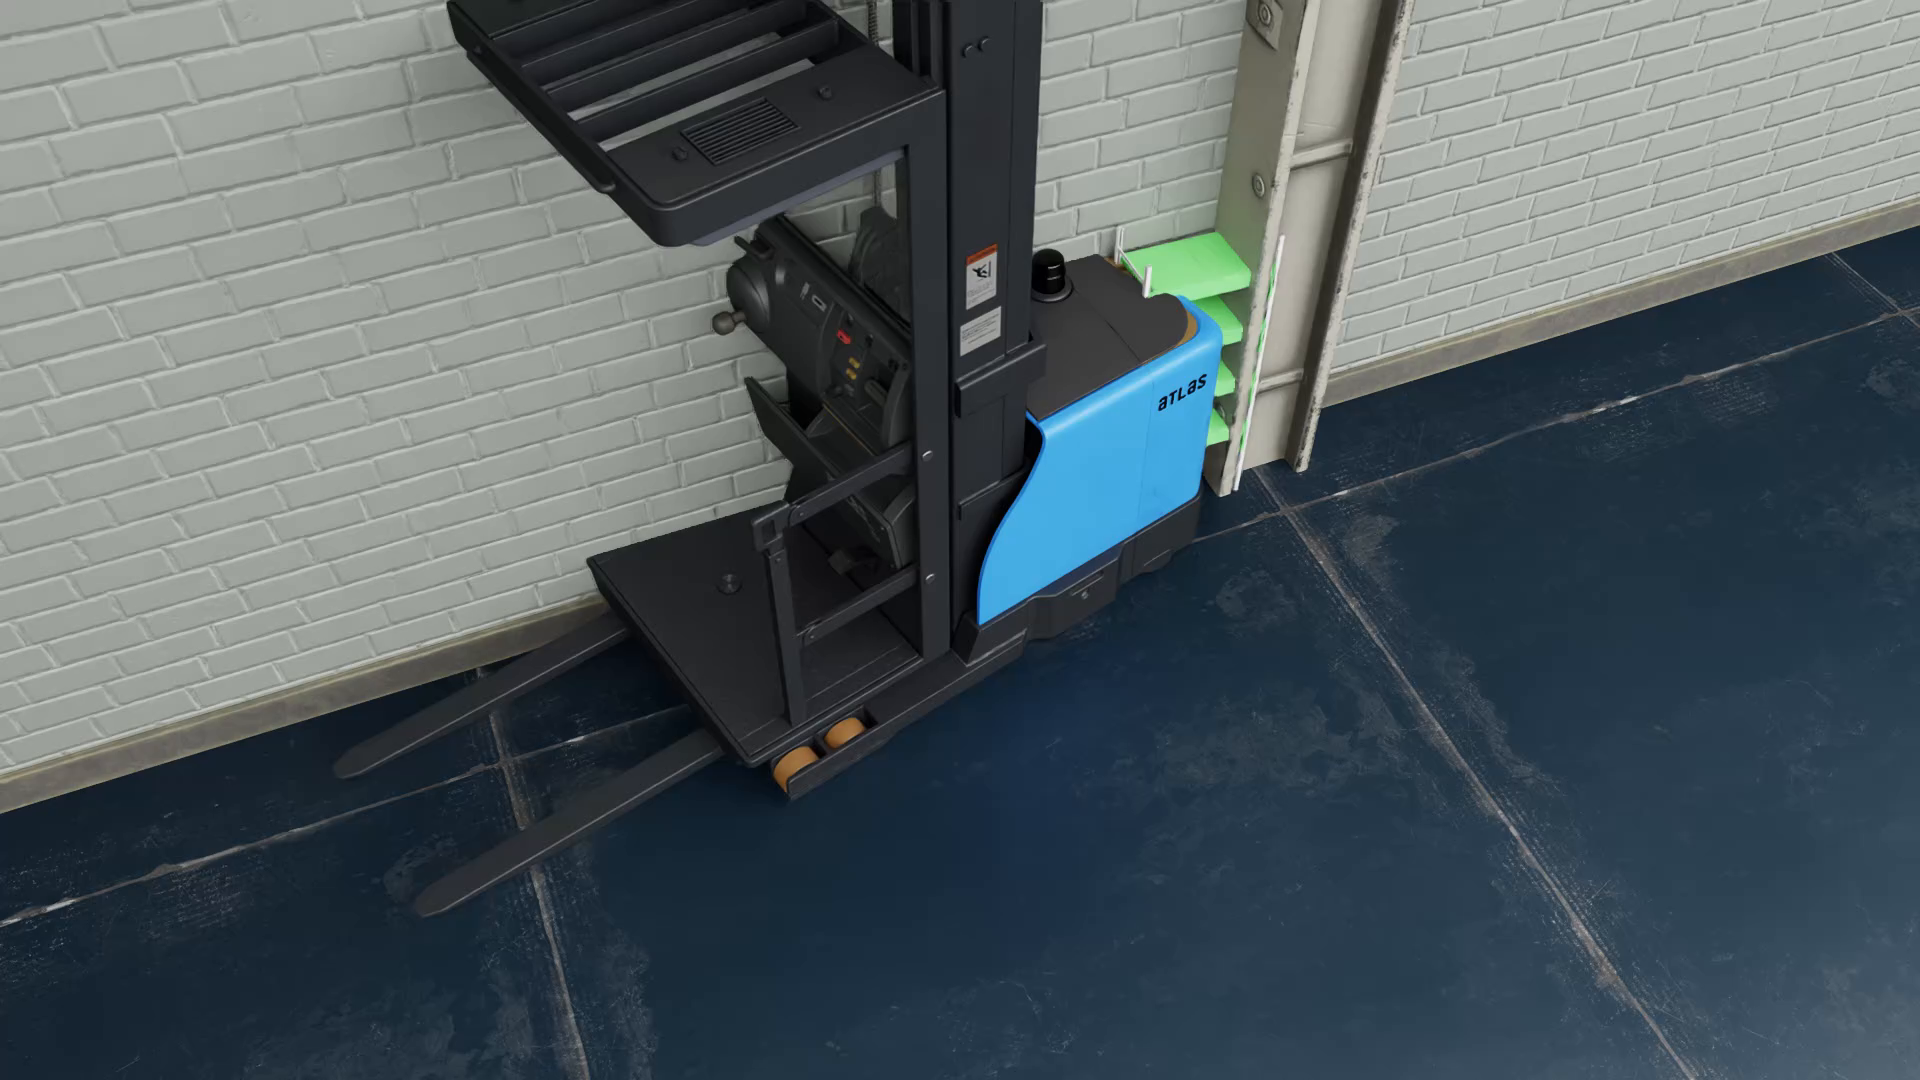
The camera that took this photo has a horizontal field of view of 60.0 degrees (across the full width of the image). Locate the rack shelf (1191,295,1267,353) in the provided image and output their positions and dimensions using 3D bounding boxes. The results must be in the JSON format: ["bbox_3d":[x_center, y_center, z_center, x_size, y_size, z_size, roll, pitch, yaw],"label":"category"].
[{"bbox_3d":[0.798,-0.738,5.846,0.480,0.148,0.258,-15,49,-15],"label":"rack shelf"}]

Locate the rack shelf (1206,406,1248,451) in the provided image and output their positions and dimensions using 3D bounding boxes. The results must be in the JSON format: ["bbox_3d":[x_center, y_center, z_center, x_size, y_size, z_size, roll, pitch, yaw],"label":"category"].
[{"bbox_3d":[0.793,-0.410,6.196,0.480,0.148,0.258,-15,49,-15],"label":"rack shelf"}]

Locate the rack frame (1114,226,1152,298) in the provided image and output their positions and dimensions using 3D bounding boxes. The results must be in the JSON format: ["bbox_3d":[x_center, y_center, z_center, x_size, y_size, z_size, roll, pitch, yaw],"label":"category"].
[{"bbox_3d":[0.569,-0.555,5.912,0.015,1.200,0.240,-15,49,-15],"label":"rack frame"}]

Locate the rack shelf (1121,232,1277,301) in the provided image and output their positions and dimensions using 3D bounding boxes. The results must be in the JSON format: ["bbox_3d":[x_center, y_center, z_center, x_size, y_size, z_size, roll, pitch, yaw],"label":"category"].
[{"bbox_3d":[0.800,-0.902,5.671,0.480,0.148,0.258,-15,49,-15],"label":"rack shelf"}]

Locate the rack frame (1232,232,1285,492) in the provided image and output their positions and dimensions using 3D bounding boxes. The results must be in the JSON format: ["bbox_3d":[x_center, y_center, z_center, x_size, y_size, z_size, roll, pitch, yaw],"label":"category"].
[{"bbox_3d":[1.024,-0.680,6.036,0.015,1.200,0.240,-15,49,-15],"label":"rack frame"}]

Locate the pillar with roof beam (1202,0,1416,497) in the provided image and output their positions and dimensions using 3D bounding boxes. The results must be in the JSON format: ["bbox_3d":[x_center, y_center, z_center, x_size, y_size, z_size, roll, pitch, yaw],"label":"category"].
[{"bbox_3d":[2.747,-0.238,0.523,0.400,9.000,9.100,-17,52,-14],"label":"pillar with roof beam"}]

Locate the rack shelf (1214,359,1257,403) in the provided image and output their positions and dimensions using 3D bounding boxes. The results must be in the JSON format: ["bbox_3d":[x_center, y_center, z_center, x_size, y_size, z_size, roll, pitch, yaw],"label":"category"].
[{"bbox_3d":[0.796,-0.574,6.021,0.480,0.148,0.258,-15,49,-15],"label":"rack shelf"}]

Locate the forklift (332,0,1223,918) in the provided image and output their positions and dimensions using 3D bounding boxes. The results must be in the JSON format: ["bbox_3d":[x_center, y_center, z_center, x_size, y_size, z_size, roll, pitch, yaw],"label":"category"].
[{"bbox_3d":[-0.604,-0.568,4.806,3.031,2.935,1.130,-30,55,-23],"label":"forklift"}]

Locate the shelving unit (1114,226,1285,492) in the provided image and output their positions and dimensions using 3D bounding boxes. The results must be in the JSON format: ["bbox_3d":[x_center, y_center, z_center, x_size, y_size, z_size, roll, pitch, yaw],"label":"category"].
[{"bbox_3d":[0.796,-0.618,5.974,0.503,1.200,0.258,-15,49,-15],"label":"shelving unit"}]
